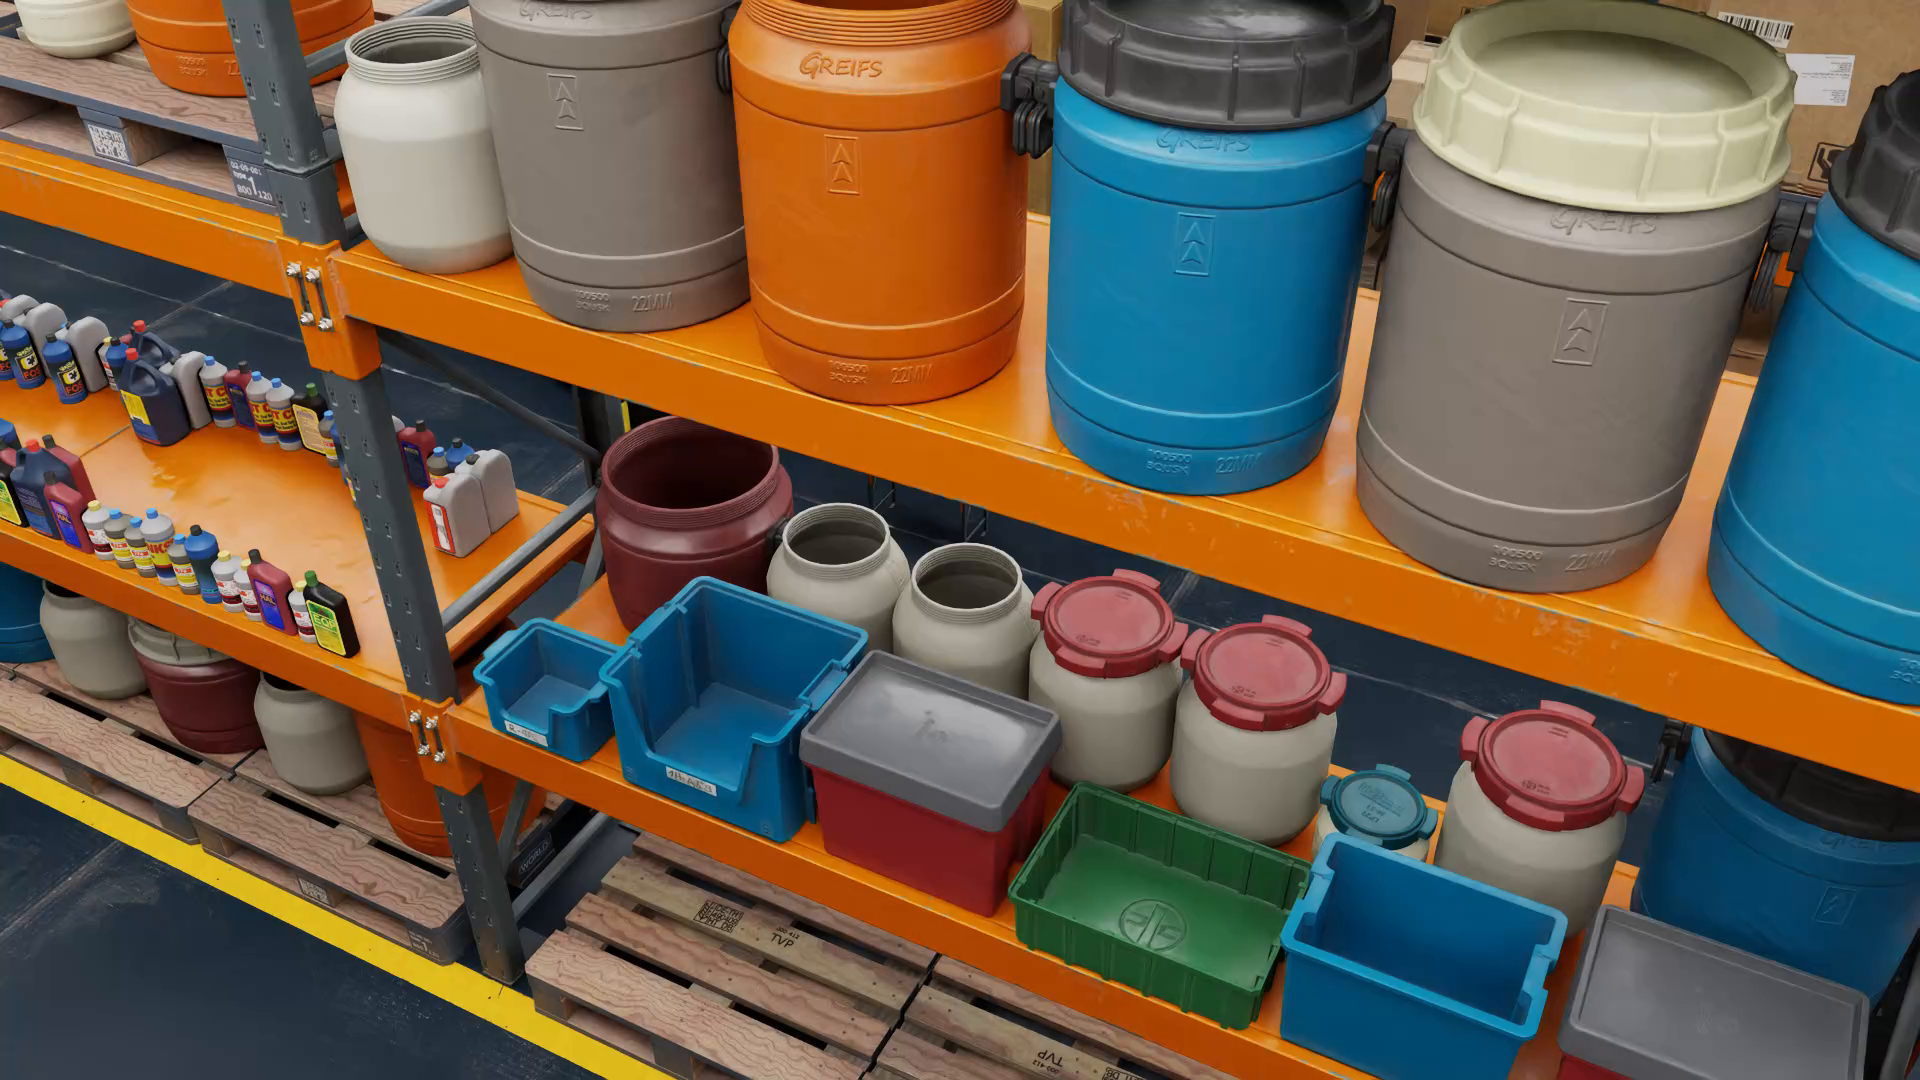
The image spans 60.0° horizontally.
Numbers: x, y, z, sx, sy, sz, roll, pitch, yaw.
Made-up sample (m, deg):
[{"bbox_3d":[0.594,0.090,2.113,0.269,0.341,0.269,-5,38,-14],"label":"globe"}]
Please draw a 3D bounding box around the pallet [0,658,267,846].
[{"bbox_3d":[-3.166,0.635,6.739,1.213,0.211,1.003,17,41,21],"label":"pallet"}]

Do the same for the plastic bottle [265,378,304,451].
[{"bbox_3d":[-2.427,-0.459,5.980,0.097,0.271,0.097,0,37,0],"label":"plastic bottle"}]

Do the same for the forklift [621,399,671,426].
[{"bbox_3d":[-2.047,-2.421,8.516,1.130,2.935,3.031,-30,46,-33],"label":"forklift"}]

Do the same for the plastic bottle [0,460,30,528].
[{"bbox_3d":[-3.220,-0.183,5.606,0.133,0.283,0.061,17,41,21],"label":"plastic bottle"}]

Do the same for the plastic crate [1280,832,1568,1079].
[{"bbox_3d":[1.062,1.039,3.913,0.575,0.384,0.392,17,41,21],"label":"plastic crate"}]

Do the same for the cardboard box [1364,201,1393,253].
[{"bbox_3d":[1.995,-1.765,8.677,0.500,0.250,0.500,22,42,26],"label":"cardboard box"}]

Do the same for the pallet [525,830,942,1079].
[{"bbox_3d":[-0.697,1.408,5.721,1.213,0.211,1.003,17,41,21],"label":"pallet"}]

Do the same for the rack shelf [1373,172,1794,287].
[{"bbox_3d":[2.687,-1.756,8.177,4.000,0.370,1.077,17,41,21],"label":"rack shelf"}]

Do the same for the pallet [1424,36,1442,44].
[{"bbox_3d":[3.947,-3.863,12.665,1.213,0.211,1.003,17,41,21],"label":"pallet"}]

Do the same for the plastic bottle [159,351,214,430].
[{"bbox_3d":[-2.834,-0.569,6.122,0.135,0.276,0.152,17,41,21],"label":"plastic bottle"}]

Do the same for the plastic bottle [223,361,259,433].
[{"bbox_3d":[-2.608,-0.533,6.067,0.133,0.283,0.061,17,41,21],"label":"plastic bottle"}]

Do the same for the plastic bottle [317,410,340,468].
[{"bbox_3d":[-2.222,-0.367,5.917,0.097,0.201,0.097,0,37,0],"label":"plastic bottle"}]

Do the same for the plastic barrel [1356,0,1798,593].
[{"bbox_3d":[1.053,-0.428,2.938,0.600,0.901,0.600,0,37,0],"label":"plastic barrel"}]

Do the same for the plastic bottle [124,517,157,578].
[{"bbox_3d":[-2.654,0.015,5.414,0.097,0.201,0.097,0,37,0],"label":"plastic bottle"}]

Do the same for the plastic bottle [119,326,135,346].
[{"bbox_3d":[-3.096,-0.686,6.269,0.133,0.283,0.061,17,41,21],"label":"plastic bottle"}]

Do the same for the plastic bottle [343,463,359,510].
[{"bbox_3d":[-2.054,-0.211,5.711,0.097,0.201,0.097,0,37,0],"label":"plastic bottle"}]

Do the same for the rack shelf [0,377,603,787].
[{"bbox_3d":[-3.143,-0.209,6.139,4.000,0.370,1.077,17,41,21],"label":"rack shelf"}]

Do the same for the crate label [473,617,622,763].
[{"bbox_3d":[-1.165,0.446,4.820,0.416,0.233,0.303,17,41,21],"label":"crate label"}]

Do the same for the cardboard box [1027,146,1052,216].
[{"bbox_3d":[0.307,-2.123,9.475,0.875,0.875,1.225,16,40,19],"label":"cardboard box"}]

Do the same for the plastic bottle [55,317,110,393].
[{"bbox_3d":[-3.323,-0.722,6.323,0.135,0.276,0.152,17,41,21],"label":"plastic bottle"}]

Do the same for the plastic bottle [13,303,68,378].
[{"bbox_3d":[-3.529,-0.787,6.408,0.135,0.276,0.152,17,41,21],"label":"plastic bottle"}]

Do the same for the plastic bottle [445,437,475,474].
[{"bbox_3d":[-1.693,-0.229,5.677,0.097,0.271,0.097,0,37,0],"label":"plastic bottle"}]

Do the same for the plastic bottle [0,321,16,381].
[{"bbox_3d":[-3.689,-0.750,6.364,0.097,0.271,0.097,0,37,0],"label":"plastic bottle"}]

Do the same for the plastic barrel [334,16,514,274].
[{"bbox_3d":[-1.232,-0.928,3.918,0.421,0.512,0.421,0,37,0],"label":"plastic barrel"}]

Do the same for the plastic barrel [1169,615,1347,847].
[{"bbox_3d":[0.785,0.531,4.457,0.433,0.535,0.433,0,37,0],"label":"plastic barrel"}]

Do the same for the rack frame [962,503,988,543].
[{"bbox_3d":[0.070,-0.456,7.358,0.015,1.200,0.240,17,41,21],"label":"rack frame"}]

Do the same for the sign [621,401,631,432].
[{"bbox_3d":[-1.120,-0.302,5.532,0.005,0.325,0.100,17,41,21],"label":"sign"}]

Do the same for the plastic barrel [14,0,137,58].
[{"bbox_3d":[-2.387,-1.466,4.486,0.301,0.262,0.301,0,37,0],"label":"plastic barrel"}]

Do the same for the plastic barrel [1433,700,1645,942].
[{"bbox_3d":[1.436,0.735,4.189,0.433,0.535,0.433,0,37,0],"label":"plastic barrel"}]

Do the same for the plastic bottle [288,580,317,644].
[{"bbox_3d":[-2.017,0.214,5.151,0.097,0.201,0.097,0,37,0],"label":"plastic bottle"}]

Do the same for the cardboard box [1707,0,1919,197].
[{"bbox_3d":[3.821,-2.189,7.309,1.000,1.000,1.000,18,41,22],"label":"cardboard box"}]

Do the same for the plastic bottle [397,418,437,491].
[{"bbox_3d":[-1.874,-0.303,5.764,0.133,0.283,0.061,17,41,21],"label":"plastic bottle"}]

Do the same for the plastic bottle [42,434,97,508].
[{"bbox_3d":[-3.035,-0.223,5.659,0.133,0.283,0.061,17,41,21],"label":"plastic bottle"}]

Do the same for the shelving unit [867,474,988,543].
[{"bbox_3d":[-0.147,-0.524,7.448,0.503,1.200,0.258,17,41,21],"label":"shelving unit"}]

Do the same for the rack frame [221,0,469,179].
[{"bbox_3d":[-1.367,-2.329,3.375,0.127,3.000,1.000,17,41,21],"label":"rack frame"}]

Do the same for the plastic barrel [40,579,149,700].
[{"bbox_3d":[-3.355,0.334,6.539,0.421,0.512,0.421,0,37,0],"label":"plastic barrel"}]

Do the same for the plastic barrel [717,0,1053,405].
[{"bbox_3d":[-0.157,-0.778,3.459,0.708,0.830,0.600,17,41,21],"label":"plastic barrel"}]

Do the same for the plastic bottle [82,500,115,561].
[{"bbox_3d":[-2.827,-0.039,5.485,0.097,0.201,0.097,0,37,0],"label":"plastic bottle"}]

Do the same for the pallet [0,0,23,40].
[{"bbox_3d":[-3.170,-1.692,5.173,1.213,0.211,1.003,17,41,21],"label":"pallet"}]

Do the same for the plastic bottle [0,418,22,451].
[{"bbox_3d":[-3.326,-0.321,5.799,0.097,0.271,0.097,0,37,0],"label":"plastic bottle"}]

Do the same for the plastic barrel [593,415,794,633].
[{"bbox_3d":[-0.816,-0.027,5.192,0.708,0.536,0.600,17,41,21],"label":"plastic barrel"}]

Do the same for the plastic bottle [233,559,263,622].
[{"bbox_3d":[-2.222,0.150,5.235,0.097,0.201,0.097,0,37,0],"label":"plastic bottle"}]

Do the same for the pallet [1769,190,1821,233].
[{"bbox_3d":[3.851,-1.701,7.668,1.213,0.211,1.003,17,41,21],"label":"pallet"}]

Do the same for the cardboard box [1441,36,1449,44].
[{"bbox_3d":[2.516,-2.394,8.186,0.258,0.266,0.396,16,40,20],"label":"cardboard box"}]

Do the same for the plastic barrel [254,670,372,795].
[{"bbox_3d":[-2.352,0.648,6.125,0.421,0.512,0.421,0,37,0],"label":"plastic barrel"}]

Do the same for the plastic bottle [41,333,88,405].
[{"bbox_3d":[-3.364,-0.648,6.230,0.097,0.271,0.097,0,37,0],"label":"plastic bottle"}]

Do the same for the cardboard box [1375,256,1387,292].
[{"bbox_3d":[2.520,-1.301,8.687,0.500,0.500,0.700,21,42,25],"label":"cardboard box"}]

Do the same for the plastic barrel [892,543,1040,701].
[{"bbox_3d":[0.019,0.305,4.775,0.421,0.512,0.421,0,37,0],"label":"plastic barrel"}]

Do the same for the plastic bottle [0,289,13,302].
[{"bbox_3d":[-3.788,-0.901,6.496,0.185,0.351,0.144,17,41,21],"label":"plastic bottle"}]

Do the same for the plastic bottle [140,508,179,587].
[{"bbox_3d":[-2.567,0.014,5.357,0.097,0.271,0.097,0,37,0],"label":"plastic bottle"}]

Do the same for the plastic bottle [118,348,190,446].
[{"bbox_3d":[-2.925,-0.527,6.004,0.185,0.351,0.144,17,41,21],"label":"plastic bottle"}]

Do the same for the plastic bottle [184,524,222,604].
[{"bbox_3d":[-2.394,0.068,5.286,0.097,0.271,0.097,0,37,0],"label":"plastic bottle"}]

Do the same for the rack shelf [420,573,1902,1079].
[{"bbox_3d":[0.409,0.903,4.674,4.000,0.370,1.077,17,41,21],"label":"rack shelf"}]

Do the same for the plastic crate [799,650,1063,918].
[{"bbox_3d":[-0.073,0.649,4.362,0.583,0.464,0.402,17,41,21],"label":"plastic crate"}]
